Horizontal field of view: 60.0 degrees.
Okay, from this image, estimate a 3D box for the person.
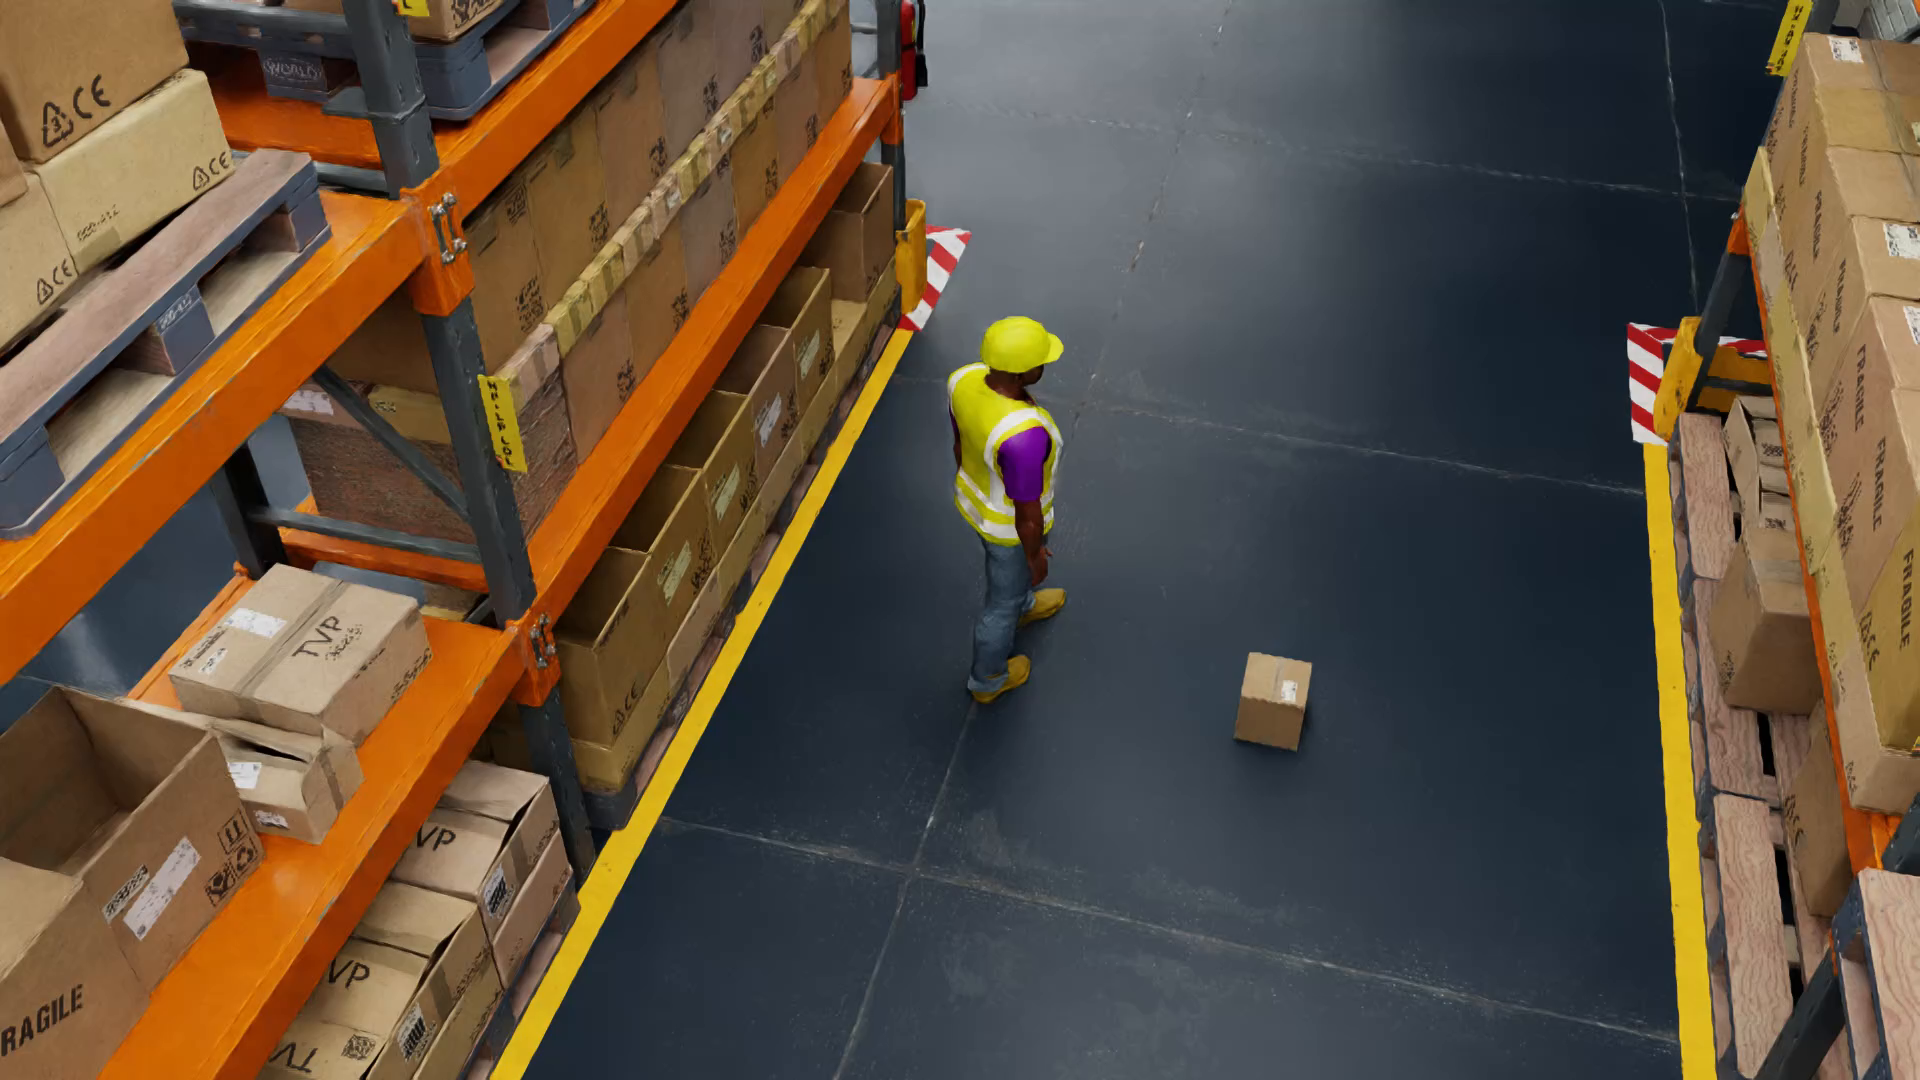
[{"bbox_3d":[0.279,-0.150,6.301,0.632,1.765,0.600,-19,44,-21],"label":"person"}]
